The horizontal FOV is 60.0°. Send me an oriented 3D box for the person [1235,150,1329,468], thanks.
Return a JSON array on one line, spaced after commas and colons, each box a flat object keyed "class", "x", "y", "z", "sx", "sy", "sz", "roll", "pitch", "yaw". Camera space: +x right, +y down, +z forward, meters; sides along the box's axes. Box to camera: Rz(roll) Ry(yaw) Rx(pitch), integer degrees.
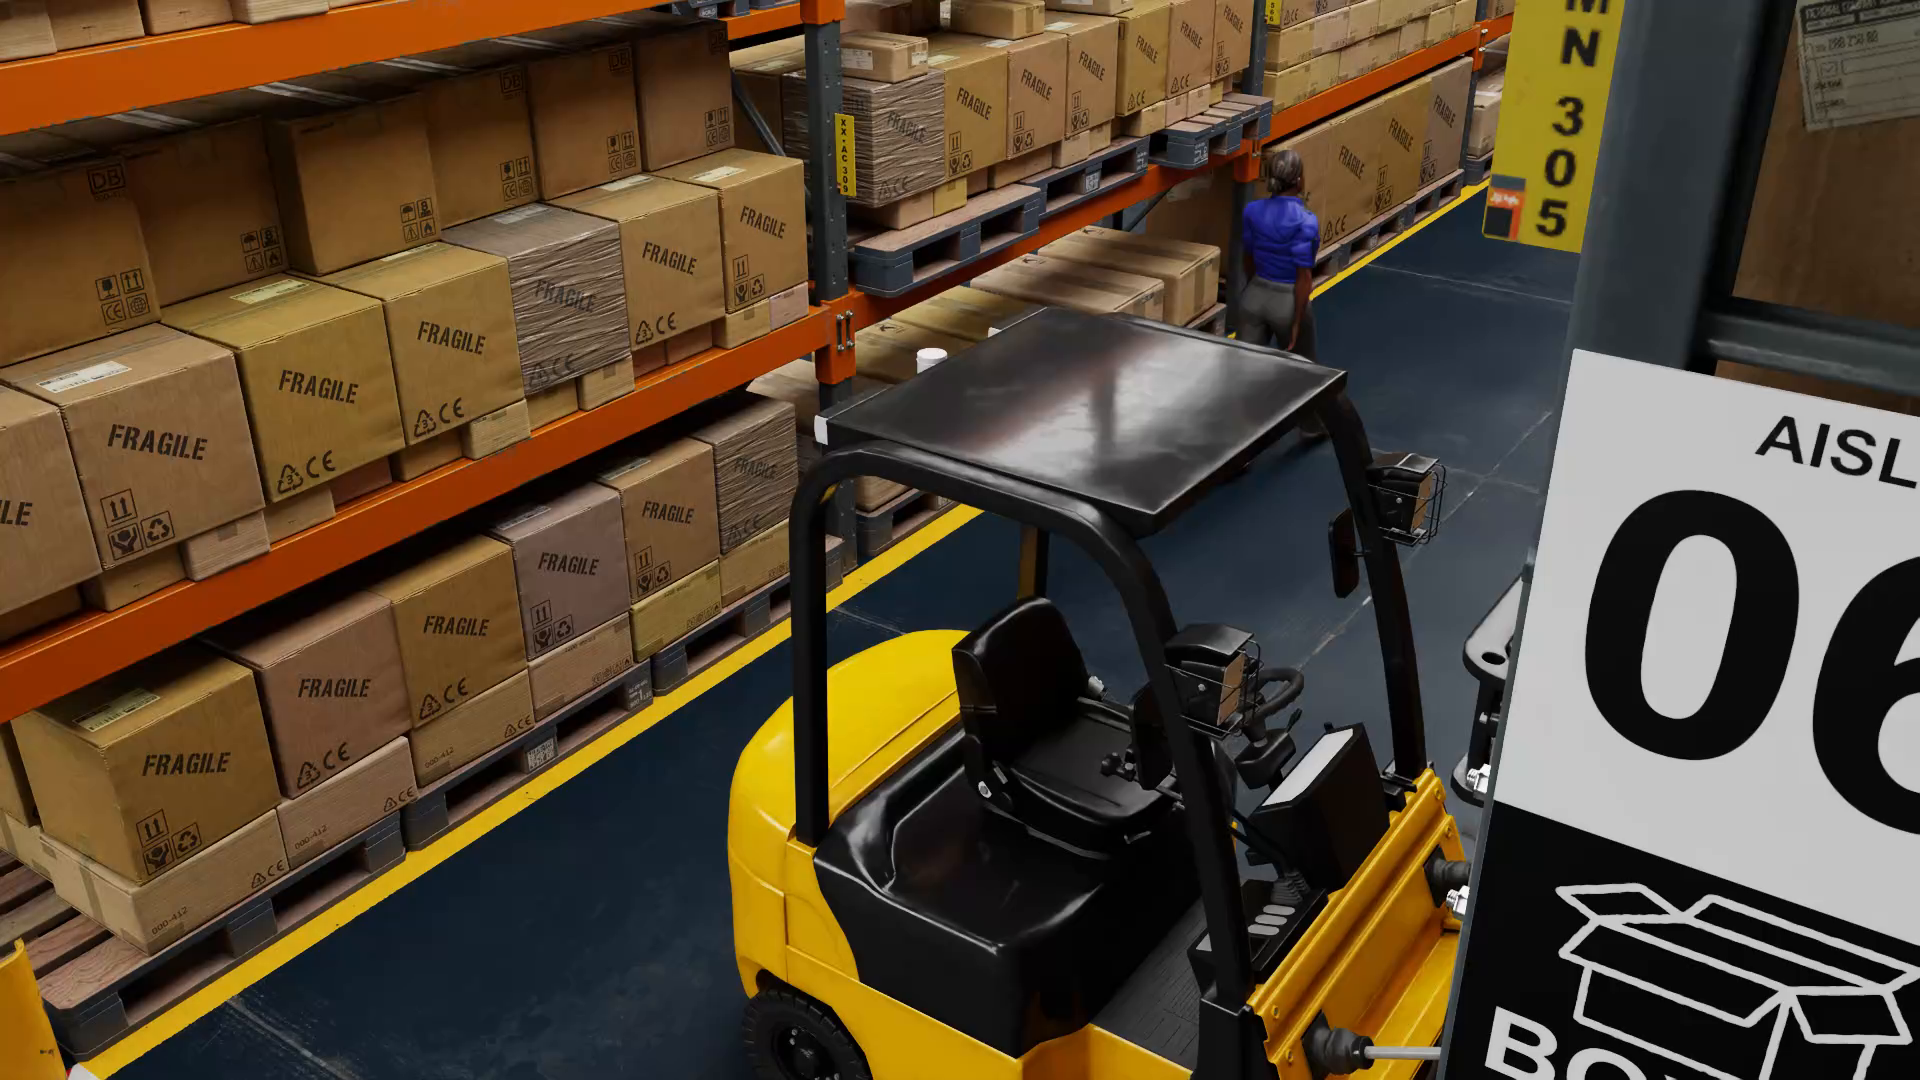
[{"class": "person", "x": 1.633, "y": -1.200, "z": 8.436, "sx": 0.454, "sy": 1.605, "sz": 0.960, "roll": 19, "pitch": 32, "yaw": 32}]
